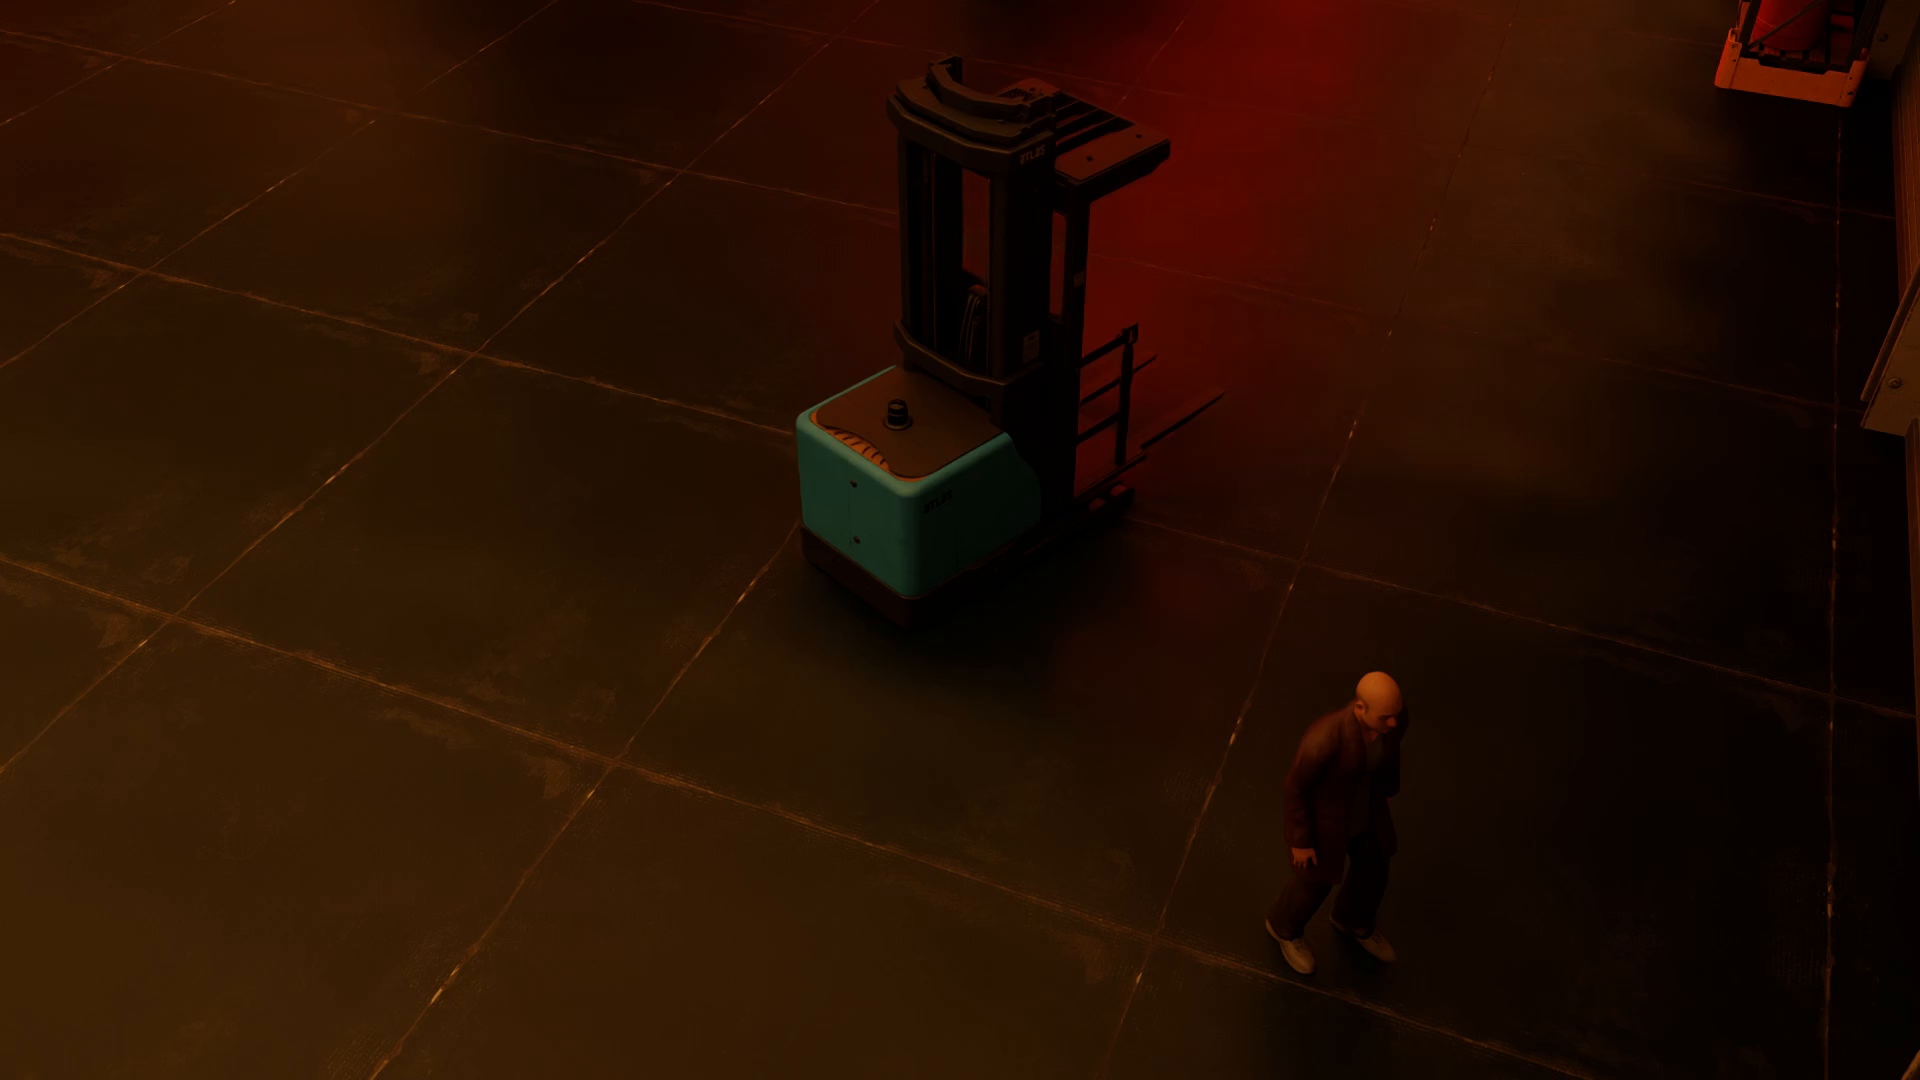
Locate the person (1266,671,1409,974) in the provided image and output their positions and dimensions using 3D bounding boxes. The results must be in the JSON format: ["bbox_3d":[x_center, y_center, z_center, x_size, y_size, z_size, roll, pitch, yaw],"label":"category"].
[{"bbox_3d":[1.733,1.272,7.411,0.660,1.791,0.492,-19,44,-21],"label":"person"}]

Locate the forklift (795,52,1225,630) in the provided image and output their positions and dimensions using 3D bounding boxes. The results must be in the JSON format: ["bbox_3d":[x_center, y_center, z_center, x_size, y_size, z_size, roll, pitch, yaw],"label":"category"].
[{"bbox_3d":[0.456,-1.438,9.724,3.031,2.935,1.130,-32,49,-32],"label":"forklift"}]
